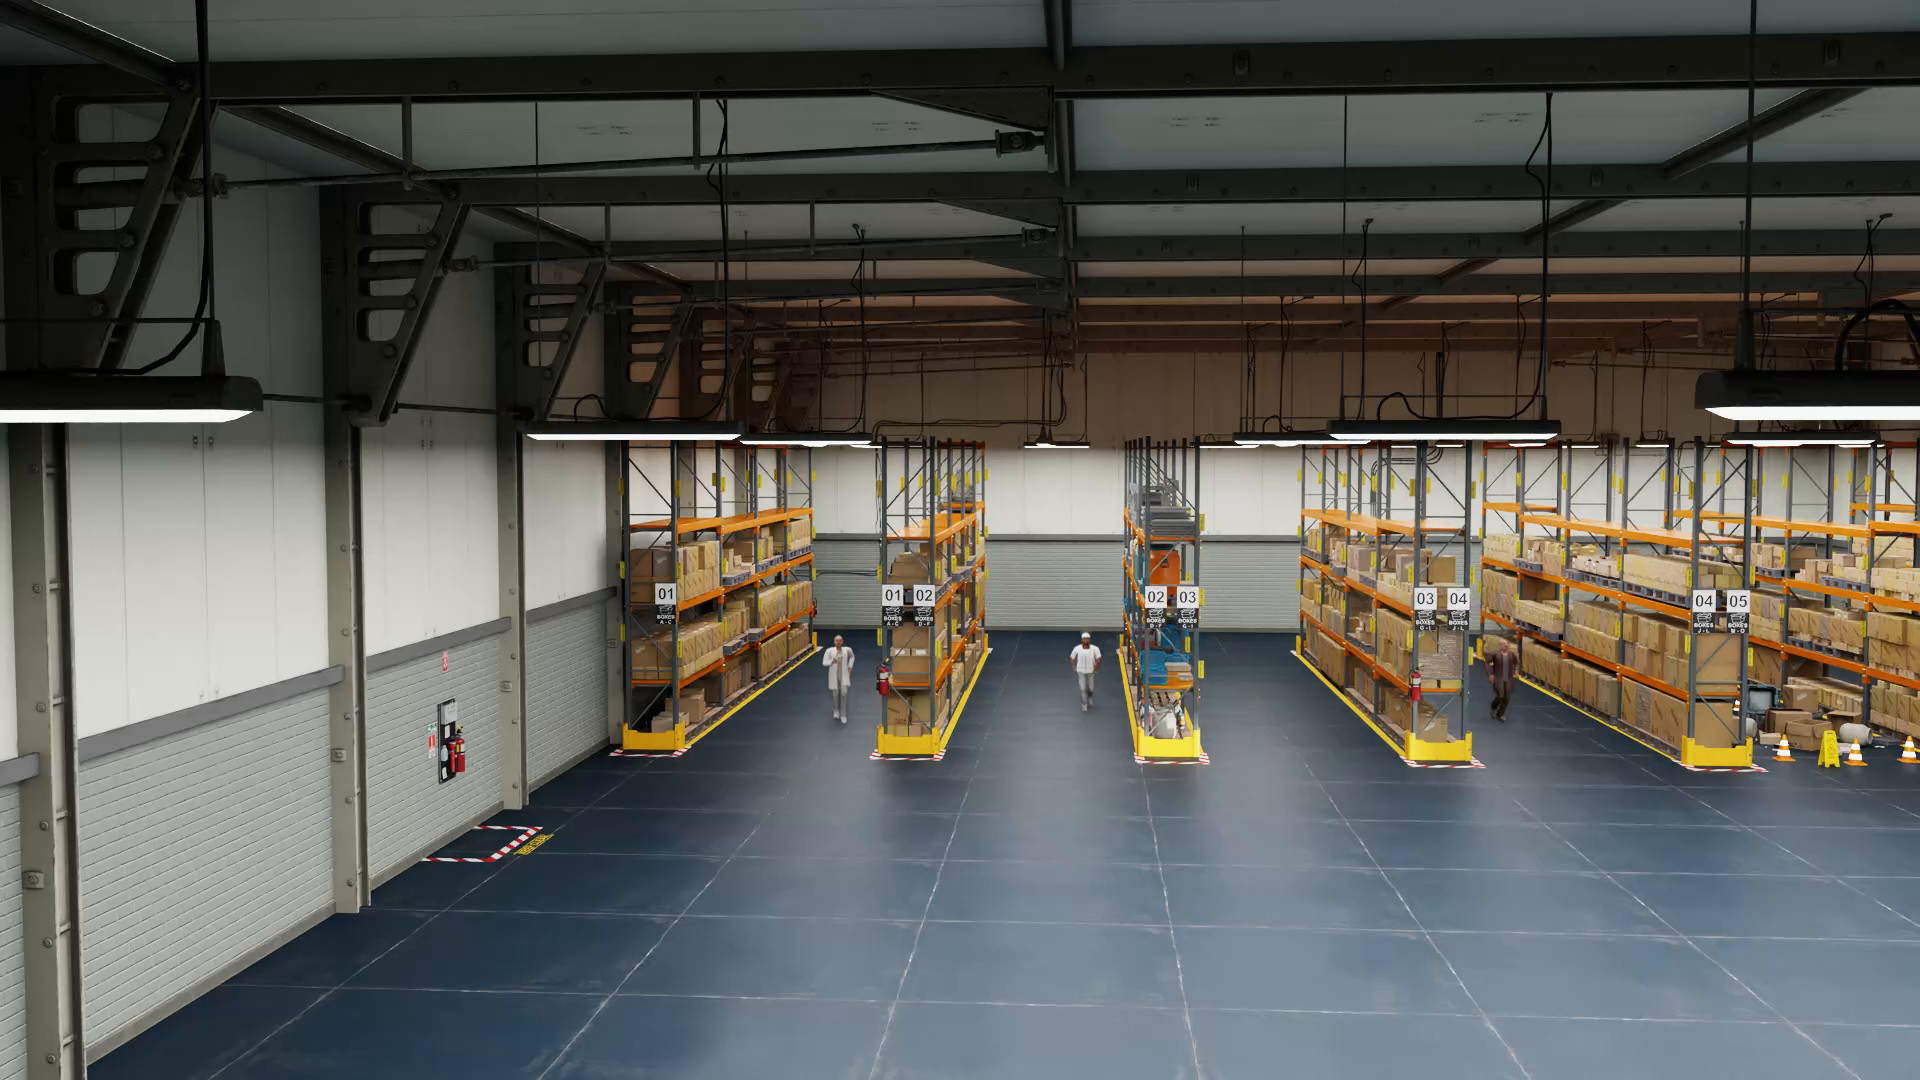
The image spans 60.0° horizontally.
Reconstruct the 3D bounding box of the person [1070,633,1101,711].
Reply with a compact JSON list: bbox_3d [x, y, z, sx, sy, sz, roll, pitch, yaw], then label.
[{"bbox_3d":[2.766,2.901,36.674,0.700,1.718,0.625,0,3,4],"label":"person"}]

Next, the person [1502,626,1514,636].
[{"bbox_3d":[15.705,2.375,47.480,0.740,1.613,0.869,1,3,25],"label":"person"}]

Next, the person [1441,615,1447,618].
[{"bbox_3d":[13.162,2.420,45.709,0.724,1.752,0.641,1,3,16],"label":"person"}]

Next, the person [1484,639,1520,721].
[{"bbox_3d":[11.511,2.968,35.203,0.723,1.746,0.628,0,3,-6],"label":"person"}]

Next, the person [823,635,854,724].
[{"bbox_3d":[-2.568,2.936,35.247,0.685,1.831,0.832,0,3,-6],"label":"person"}]
